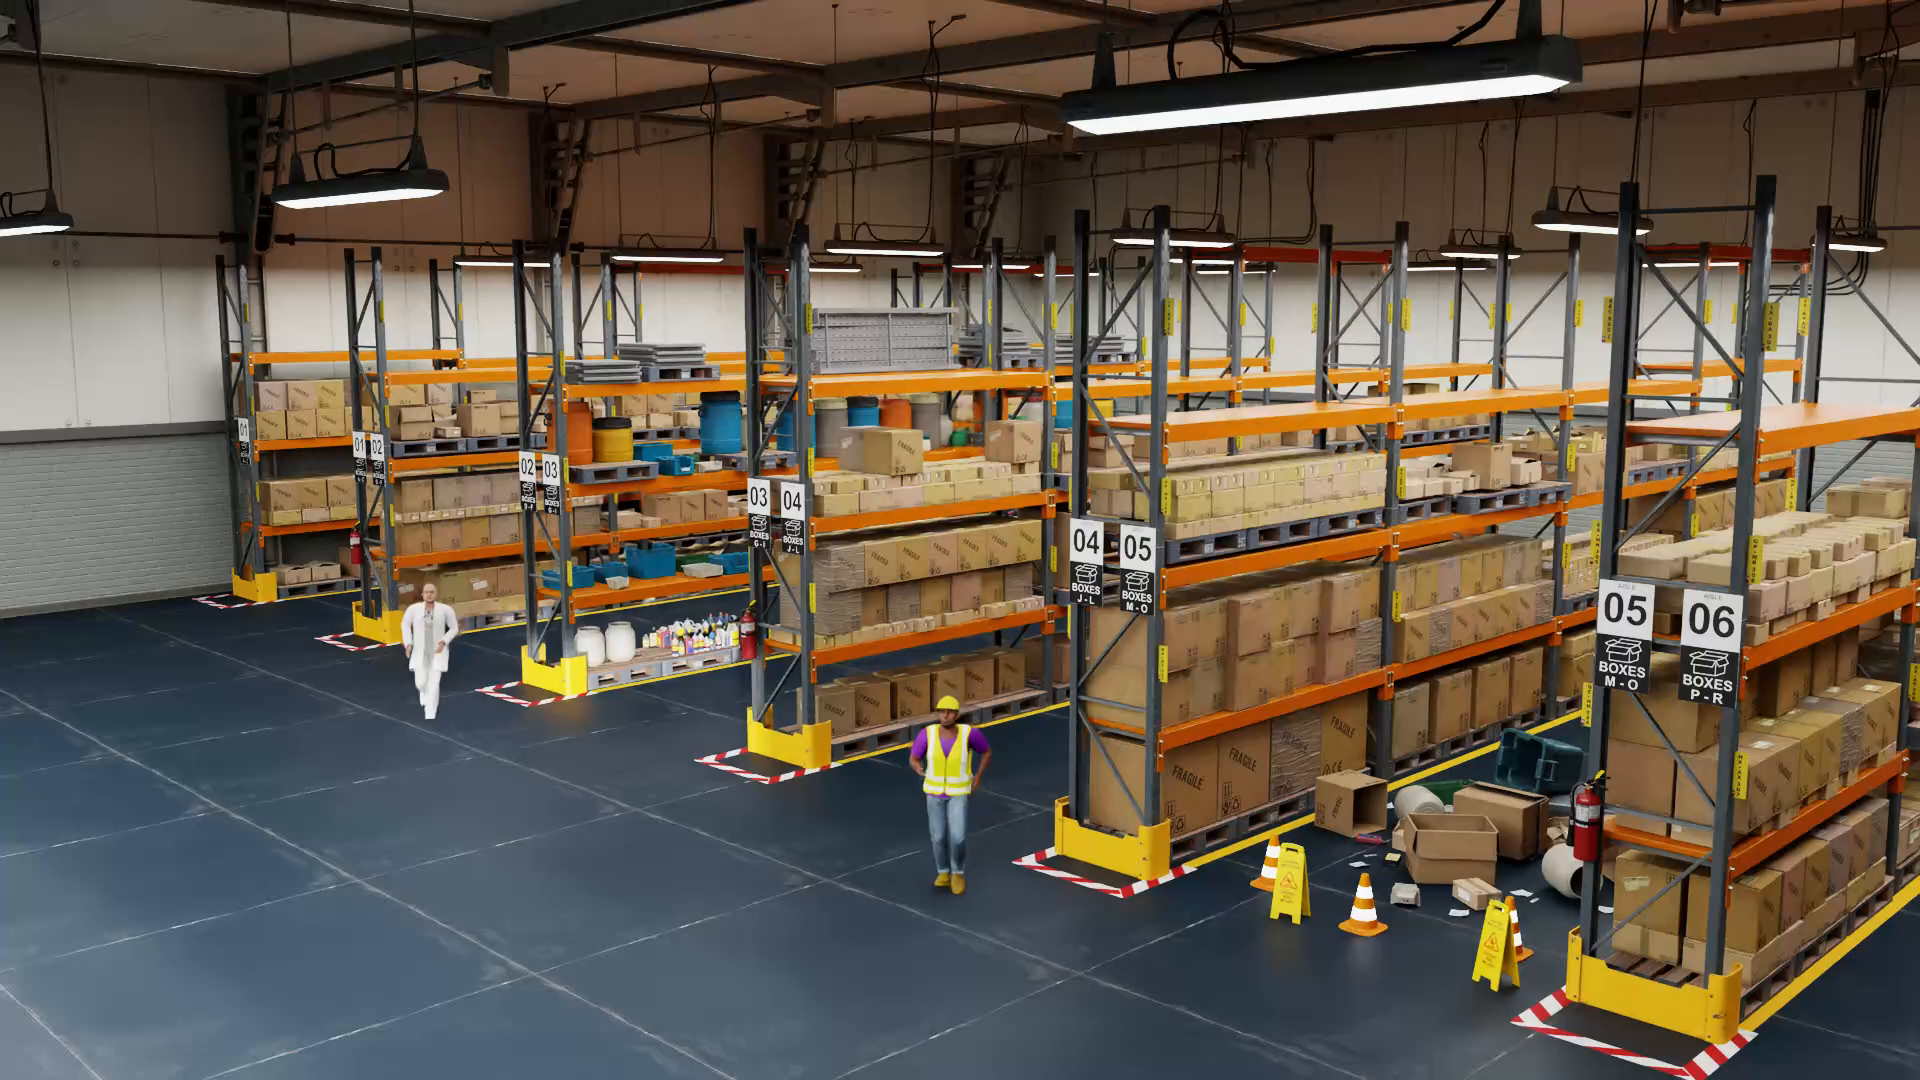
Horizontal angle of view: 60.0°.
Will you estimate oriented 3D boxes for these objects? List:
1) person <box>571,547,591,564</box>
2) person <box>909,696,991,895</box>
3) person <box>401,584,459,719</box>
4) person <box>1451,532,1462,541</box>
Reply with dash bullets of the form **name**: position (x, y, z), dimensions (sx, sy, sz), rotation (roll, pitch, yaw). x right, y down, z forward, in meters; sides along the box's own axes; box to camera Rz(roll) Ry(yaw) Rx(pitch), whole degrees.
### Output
- **person**: position (-7.036, 0.010, 30.437), dimensions (0.646, 1.712, 0.927), rotation (6, 10, 35)
- **person**: position (-0.115, 2.252, 14.598), dimensions (0.703, 1.781, 0.627), rotation (1, 8, 10)
- **person**: position (-6.627, 1.390, 20.806), dimensions (0.694, 1.707, 0.633), rotation (-2, 8, -14)
- **person**: position (7.731, 0.677, 26.028), dimensions (0.588, 1.623, 0.841), rotation (6, 10, 38)
